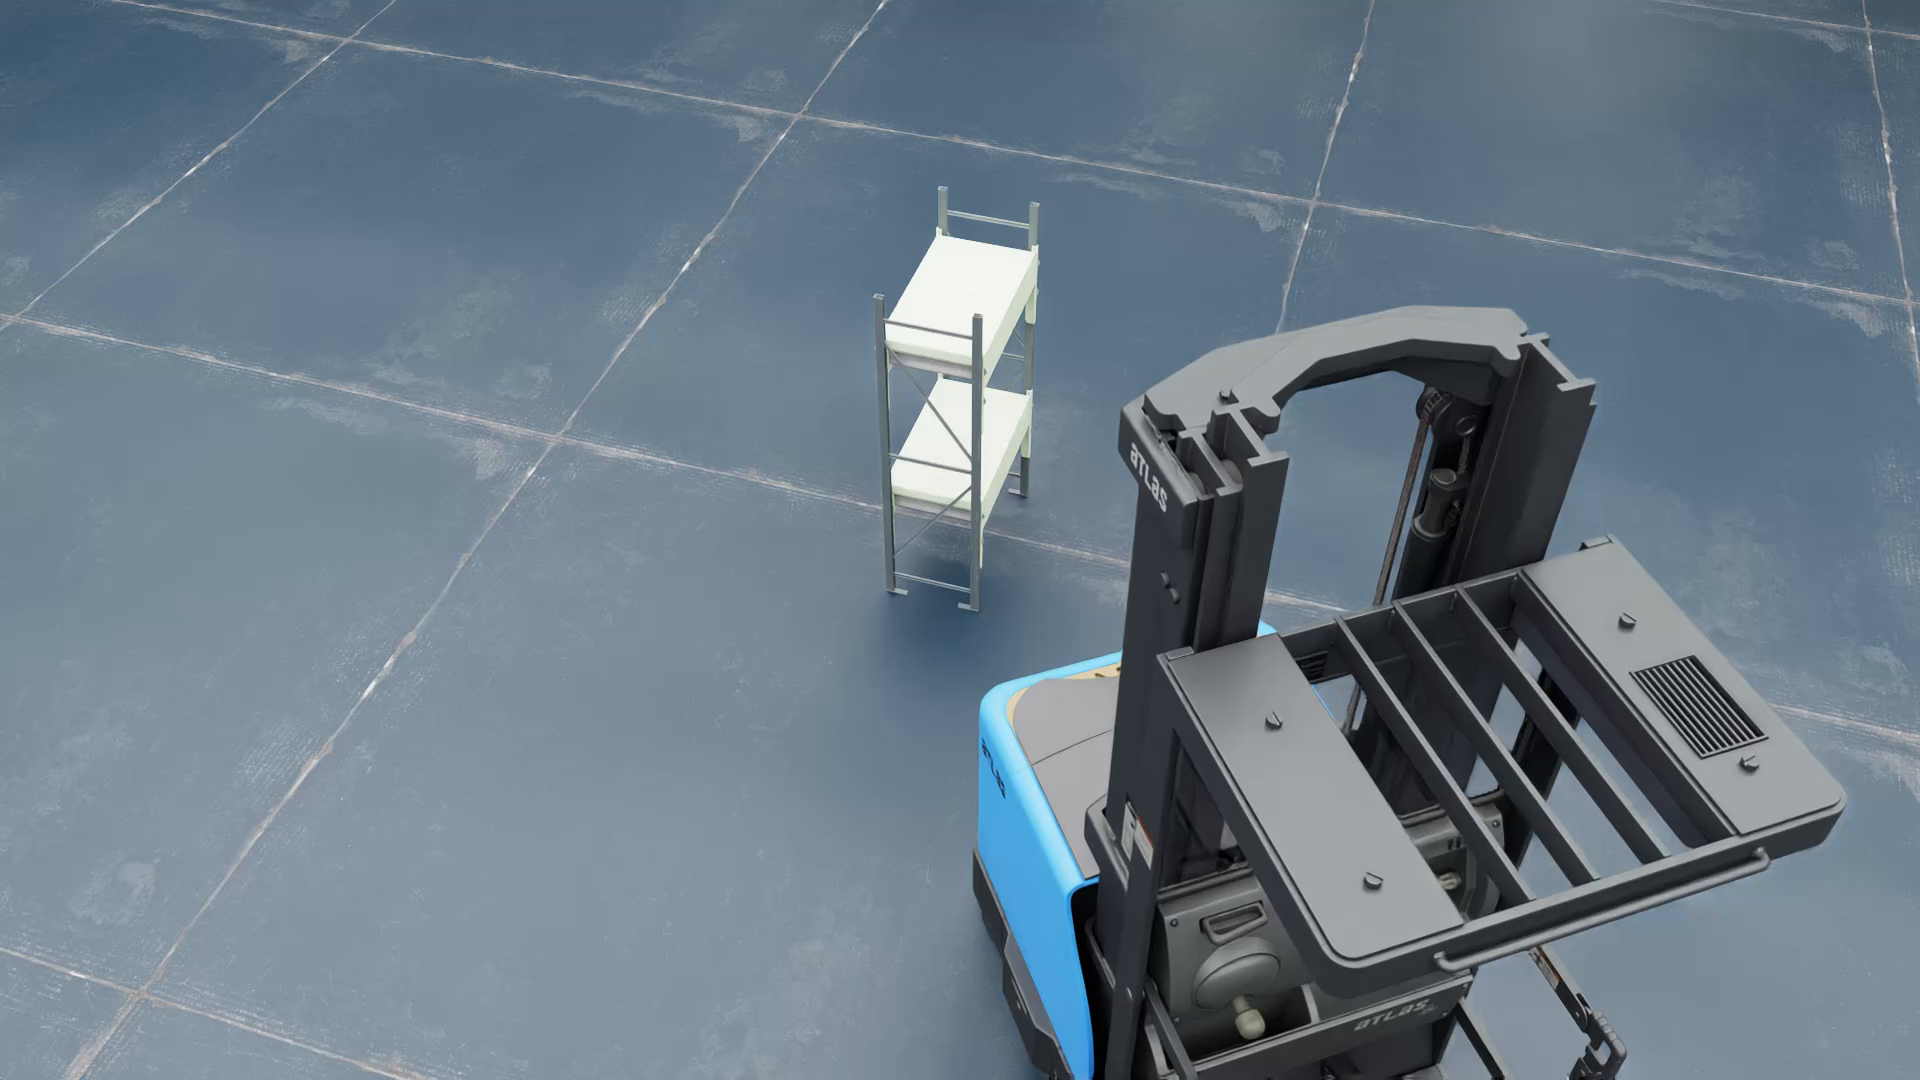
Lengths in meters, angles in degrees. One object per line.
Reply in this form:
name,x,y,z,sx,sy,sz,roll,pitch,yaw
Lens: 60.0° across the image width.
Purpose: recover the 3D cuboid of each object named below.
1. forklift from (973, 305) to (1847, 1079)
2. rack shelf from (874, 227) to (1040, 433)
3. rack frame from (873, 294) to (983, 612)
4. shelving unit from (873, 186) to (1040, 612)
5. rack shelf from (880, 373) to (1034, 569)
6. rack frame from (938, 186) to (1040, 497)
forklift,1.007,1.044,3.986,1.130,2.935,3.031,-14,46,-14
rack shelf,-0.002,-0.811,6.347,0.431,0.370,0.720,13,46,12
rack frame,-0.113,-0.288,6.371,0.400,1.500,0.023,13,46,12
shelving unit,-0.002,-0.532,6.620,0.431,1.500,0.755,13,46,12
rack shelf,-0.002,-0.299,6.848,0.431,0.370,0.720,13,46,12
rack frame,0.109,-0.776,6.869,0.400,1.500,0.023,13,46,12
